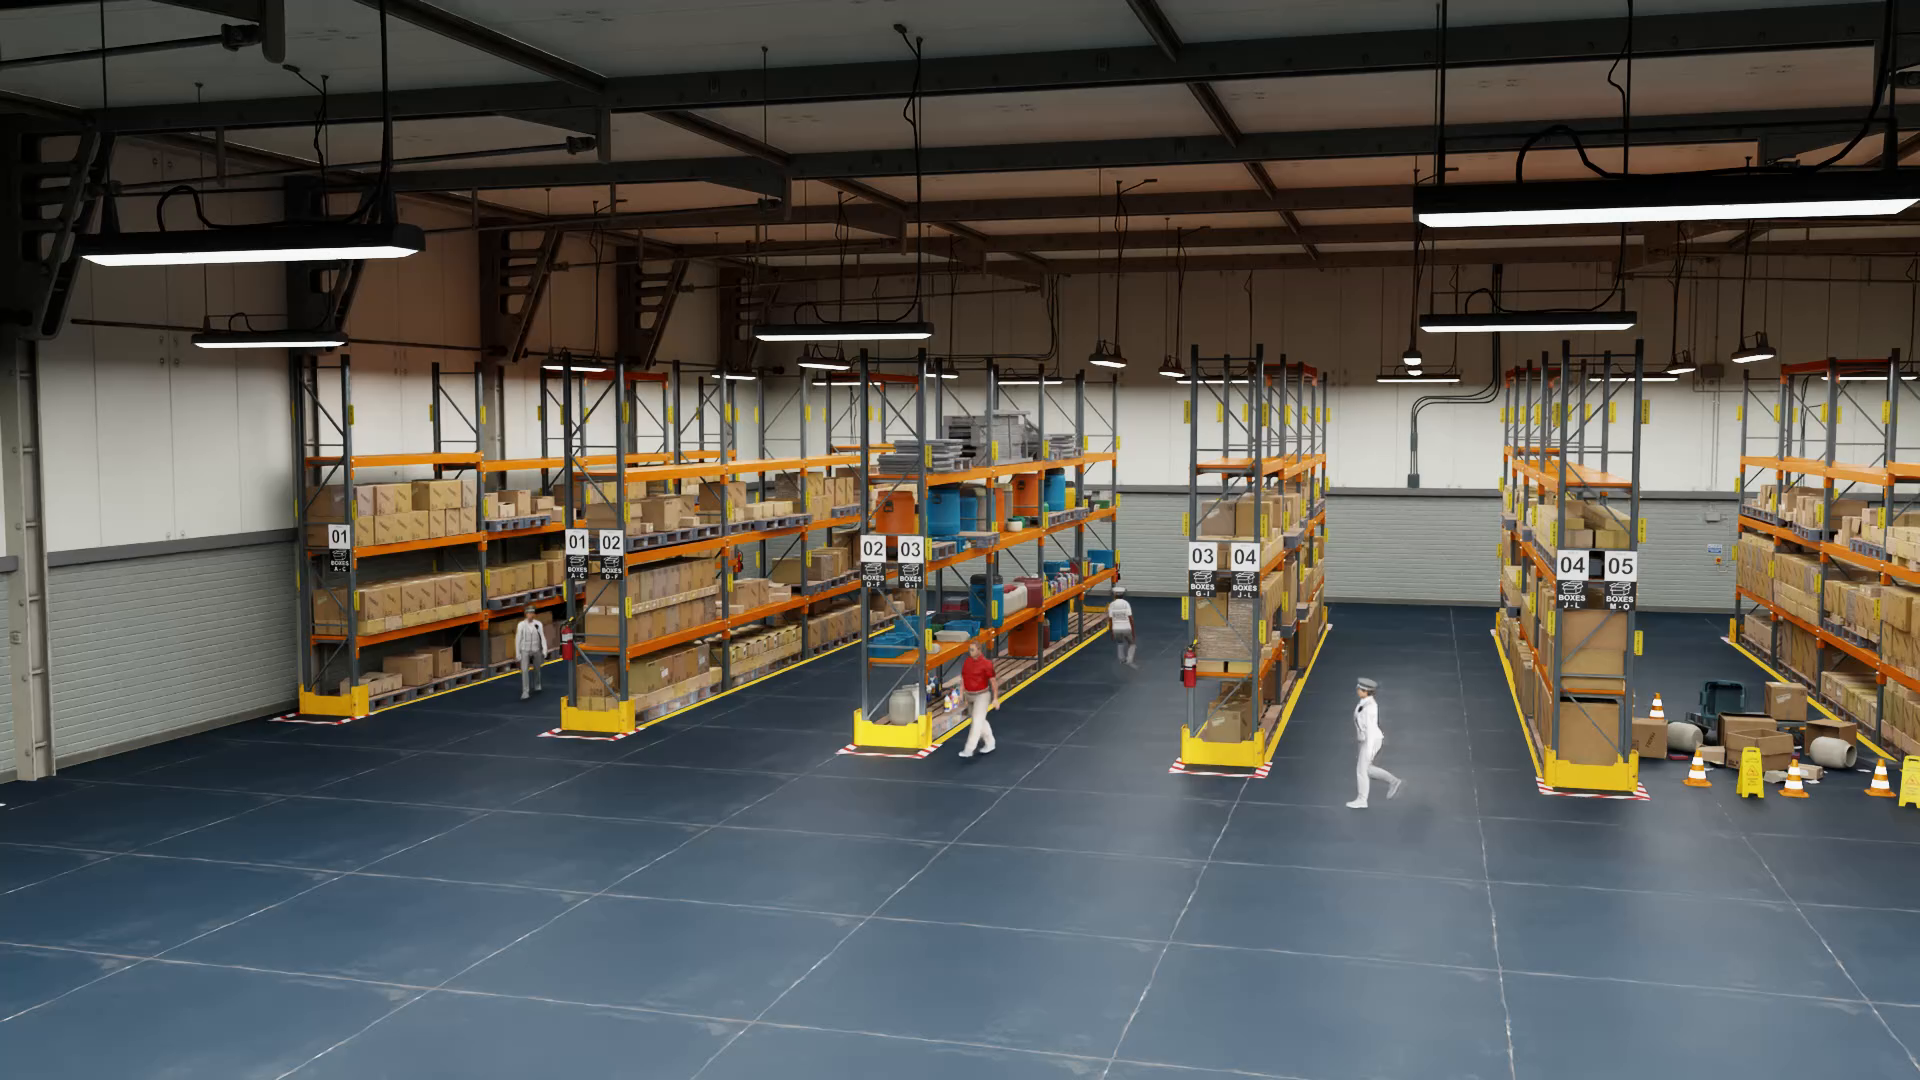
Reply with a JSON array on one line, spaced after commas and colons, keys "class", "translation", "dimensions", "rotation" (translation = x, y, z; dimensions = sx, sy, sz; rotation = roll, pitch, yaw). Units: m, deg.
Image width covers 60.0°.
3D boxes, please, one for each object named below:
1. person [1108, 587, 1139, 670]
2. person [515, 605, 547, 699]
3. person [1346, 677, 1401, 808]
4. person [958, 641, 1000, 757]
[{"class": "person", "translation": [3.117, 1.663, 31.506], "dimensions": [0.599, 1.553, 0.530], "rotation": [1, 4, 15]}, {"class": "person", "translation": [-7.612, 1.953, 29.503], "dimensions": [0.560, 1.613, 1.069], "rotation": [-1, 4, -11]}, {"class": "person", "translation": [5.293, 2.574, 21.235], "dimensions": [0.768, 1.648, 0.484], "rotation": [0, 4, -5]}, {"class": "person", "translation": [0.194, 2.315, 24.293], "dimensions": [1.003, 1.679, 0.600], "rotation": [-4, 6, -42]}]
